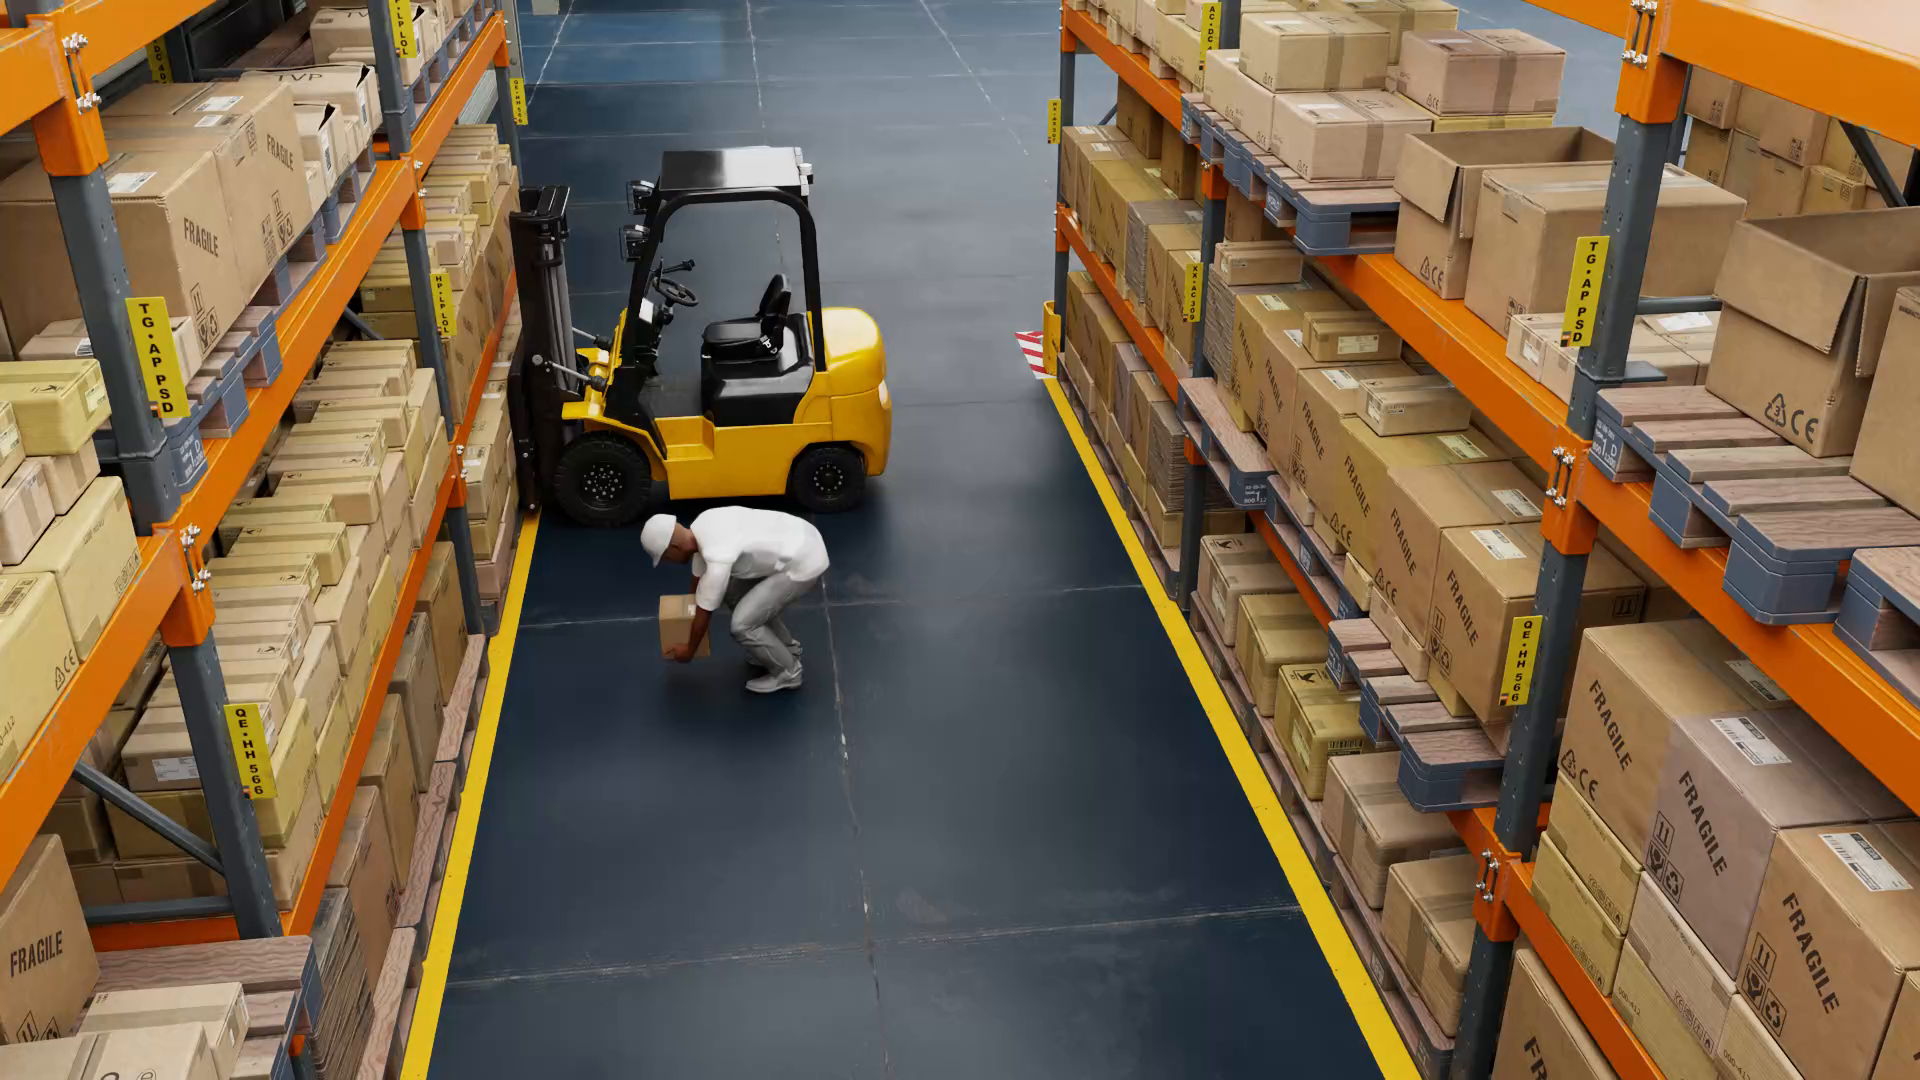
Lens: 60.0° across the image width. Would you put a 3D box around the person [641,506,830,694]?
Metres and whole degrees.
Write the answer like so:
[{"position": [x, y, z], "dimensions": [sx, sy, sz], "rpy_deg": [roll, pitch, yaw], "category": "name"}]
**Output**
[{"position": [-1.172, 0.297, 8.823], "dimensions": [0.961, 1.026, 0.522], "rpy_deg": [-5, 27, -9], "category": "person"}]
